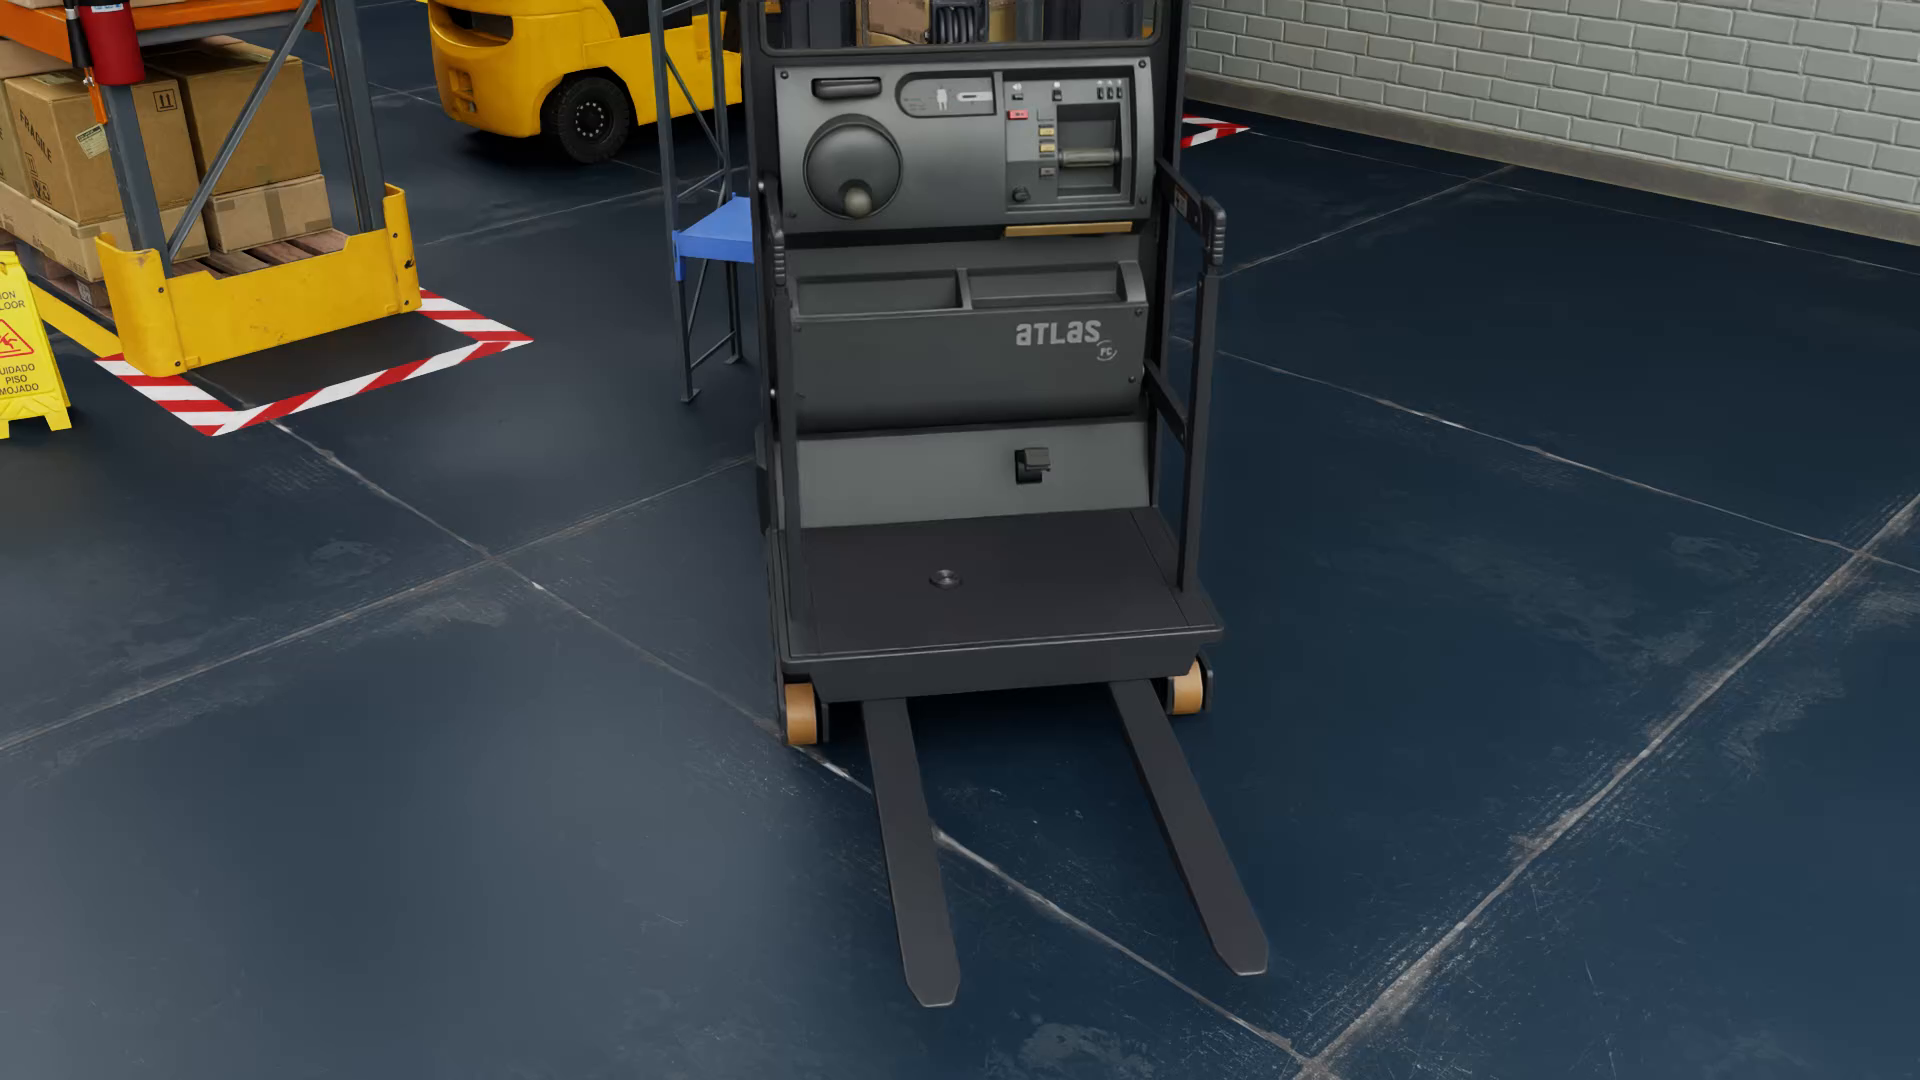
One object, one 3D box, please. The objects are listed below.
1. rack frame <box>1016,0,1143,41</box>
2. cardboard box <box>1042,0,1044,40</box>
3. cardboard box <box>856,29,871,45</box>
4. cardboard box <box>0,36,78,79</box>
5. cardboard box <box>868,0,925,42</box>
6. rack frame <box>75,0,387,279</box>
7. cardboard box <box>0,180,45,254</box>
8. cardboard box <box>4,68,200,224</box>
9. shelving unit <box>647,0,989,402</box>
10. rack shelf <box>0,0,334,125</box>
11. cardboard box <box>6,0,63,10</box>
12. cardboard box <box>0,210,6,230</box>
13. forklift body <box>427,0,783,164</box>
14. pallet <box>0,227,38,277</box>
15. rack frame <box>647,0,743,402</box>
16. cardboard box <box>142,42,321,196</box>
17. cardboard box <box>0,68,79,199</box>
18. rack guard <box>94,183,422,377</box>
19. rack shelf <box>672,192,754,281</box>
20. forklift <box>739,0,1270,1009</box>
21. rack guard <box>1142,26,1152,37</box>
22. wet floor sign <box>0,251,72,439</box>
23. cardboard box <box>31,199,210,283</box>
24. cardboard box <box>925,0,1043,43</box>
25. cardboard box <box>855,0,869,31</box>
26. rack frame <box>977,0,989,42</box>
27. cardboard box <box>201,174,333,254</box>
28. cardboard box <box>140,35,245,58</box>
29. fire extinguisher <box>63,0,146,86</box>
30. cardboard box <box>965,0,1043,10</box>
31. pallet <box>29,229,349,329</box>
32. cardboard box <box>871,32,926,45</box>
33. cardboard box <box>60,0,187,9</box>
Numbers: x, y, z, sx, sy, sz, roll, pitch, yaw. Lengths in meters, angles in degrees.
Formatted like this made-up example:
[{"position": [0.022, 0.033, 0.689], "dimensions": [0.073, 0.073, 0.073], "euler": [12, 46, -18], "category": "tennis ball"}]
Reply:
[{"position": [0.707, -3.819, 9.290], "dimensions": [0.127, 3.000, 1.000], "euler": [25, 36, 38], "category": "rack frame"}, {"position": [0.518, -3.232, 10.139], "dimensions": [0.500, 0.250, 0.500], "euler": [-25, 36, -38], "category": "cardboard box"}, {"position": [-0.548, -3.168, 10.555], "dimensions": [0.500, 0.250, 0.500], "euler": [-25, 37, -39], "category": "cardboard box"}, {"position": [-3.833, -2.031, 6.890], "dimensions": [0.380, 0.149, 0.250], "euler": [-24, 36, -38], "category": "cardboard box"}, {"position": [-0.209, -3.232, 10.139], "dimensions": [0.500, 0.250, 0.500], "euler": [24, 36, 38], "category": "cardboard box"}, {"position": [-2.770, -2.171, 6.155], "dimensions": [0.127, 3.000, 1.000], "euler": [25, 36, 38], "category": "rack frame"}, {"position": [-3.899, -1.486, 7.356], "dimensions": [0.500, 0.250, 0.500], "euler": [25, 37, 39], "category": "cardboard box"}, {"position": [-3.524, -1.646, 6.855], "dimensions": [0.500, 0.500, 0.500], "euler": [25, 37, 39], "category": "cardboard box"}, {"position": [-0.473, -1.223, 5.964], "dimensions": [1.048, 1.500, 0.538], "euler": [8, 29, 15], "category": "shelving unit"}, {"position": [-4.196, -2.505, 7.564], "dimensions": [4.000, 0.370, 1.077], "euler": [25, 36, 38], "category": "rack shelf"}, {"position": [-3.445, -2.156, 6.398], "dimensions": [0.250, 0.149, 0.380], "euler": [24, 36, 38], "category": "cardboard box"}, {"position": [-4.276, -1.655, 7.677], "dimensions": [0.500, 0.250, 0.500], "euler": [23, 35, 37], "category": "cardboard box"}, {"position": [-1.924, -3.457, 9.513], "dimensions": [1.214, 2.155, 2.313], "euler": [25, 36, 38], "category": "forklift body"}, {"position": [-4.245, -1.636, 8.135], "dimensions": [1.213, 0.211, 1.003], "euler": [25, 36, 38], "category": "pallet"}, {"position": [-0.958, -1.293, 6.098], "dimensions": [0.032, 1.500, 0.500], "euler": [8, 29, 15], "category": "rack frame"}, {"position": [-3.169, -1.834, 7.212], "dimensions": [0.500, 0.500, 0.500], "euler": [23, 36, 37], "category": "cardboard box"}, {"position": [-3.899, -1.815, 7.177], "dimensions": [0.500, 0.500, 0.500], "euler": [-24, 36, -37], "category": "cardboard box"}, {"position": [-2.824, -1.089, 6.784], "dimensions": [0.348, 0.500, 1.175], "euler": [25, 36, 38], "category": "rack guard"}, {"position": [-0.473, -1.063, 6.047], "dimensions": [1.000, 0.185, 0.538], "euler": [8, 29, 15], "category": "rack shelf"}, {"position": [0.049, -0.946, 3.899], "dimensions": [1.130, 2.935, 3.031], "euler": [-4, 28, -7], "category": "forklift"}, {"position": [0.724, -2.705, 9.857], "dimensions": [0.348, 0.500, 1.175], "euler": [25, 36, 38], "category": "rack guard"}, {"position": [-3.385, -0.712, 5.910], "dimensions": [0.267, 0.644, 0.232], "euler": [-13, 30, -22], "category": "wet floor sign"}, {"position": [-3.552, -1.322, 7.044], "dimensions": [0.500, 0.250, 0.500], "euler": [24, 36, 38], "category": "cardboard box"}, {"position": [0.141, -3.064, 9.821], "dimensions": [0.500, 0.250, 0.500], "euler": [24, 36, 38], "category": "cardboard box"}, {"position": [-0.592, -3.393, 10.446], "dimensions": [0.500, 0.250, 0.500], "euler": [24, 36, 37], "category": "cardboard box"}, {"position": [0.012, -1.152, 5.830], "dimensions": [0.032, 1.500, 0.500], "euler": [8, 29, 15], "category": "rack frame"}, {"position": [-3.151, -1.495, 7.372], "dimensions": [0.500, 0.250, 0.500], "euler": [24, 36, 38], "category": "cardboard box"}, {"position": [-3.545, -2.003, 7.534], "dimensions": [0.500, 0.500, 0.500], "euler": [23, 35, 37], "category": "cardboard box"}, {"position": [-3.012, -1.946, 5.811], "dimensions": [0.183, 0.674, 0.296], "euler": [25, 36, 38], "category": "fire extinguisher"}, {"position": [0.160, -3.277, 9.689], "dimensions": [0.500, 0.250, 0.500], "euler": [-24, 36, -38], "category": "cardboard box"}, {"position": [-3.379, -1.238, 7.378], "dimensions": [1.213, 0.211, 1.003], "euler": [25, 36, 38], "category": "pallet"}, {"position": [-0.197, -3.002, 10.239], "dimensions": [0.500, 0.250, 0.500], "euler": [25, 36, 38], "category": "cardboard box"}, {"position": [-3.187, -2.111, 6.311], "dimensions": [0.380, 0.149, 0.250], "euler": [-24, 36, -38], "category": "cardboard box"}]
